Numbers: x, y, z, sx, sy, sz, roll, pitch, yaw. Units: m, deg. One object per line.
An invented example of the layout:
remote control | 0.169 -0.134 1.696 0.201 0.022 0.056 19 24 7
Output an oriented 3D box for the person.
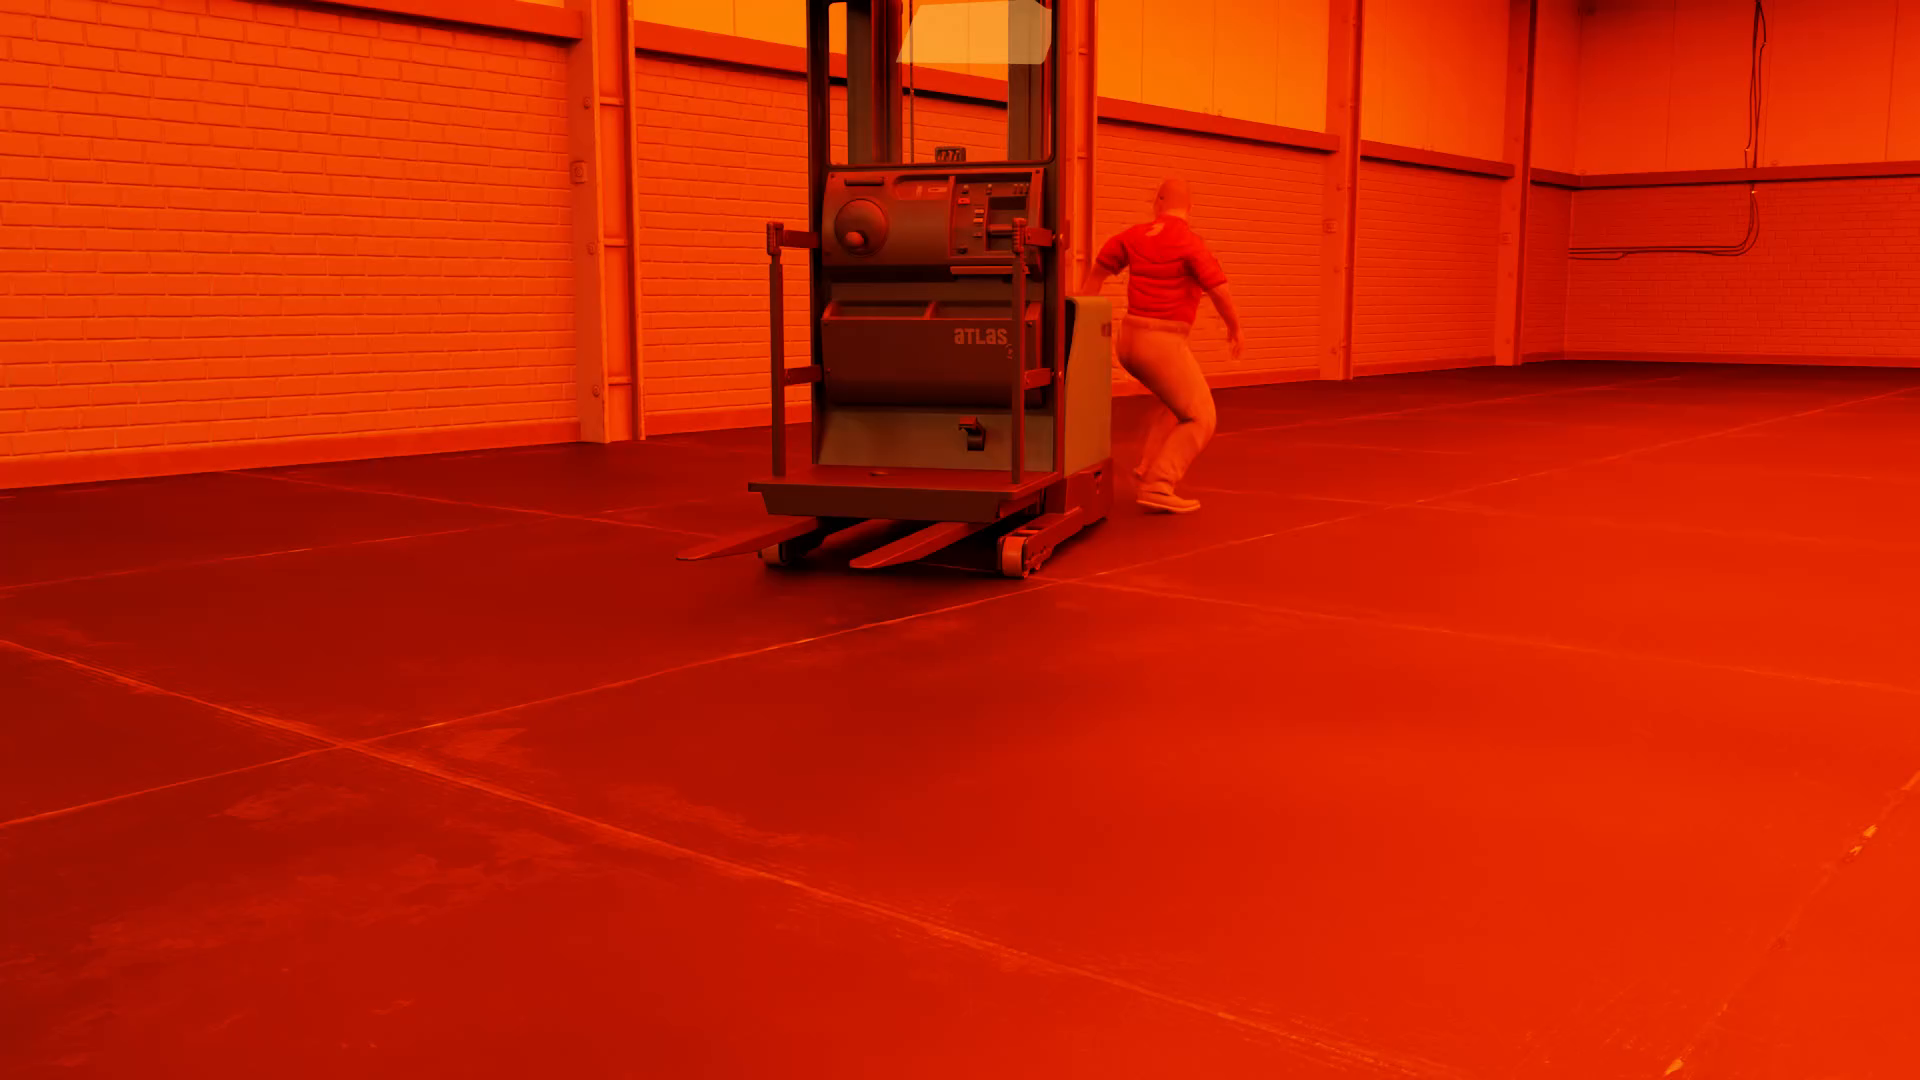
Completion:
person | 1.033 -0.952 8.360 0.732 1.692 0.723 -4 9 -24

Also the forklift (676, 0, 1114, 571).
forklift | -0.176 -1.366 6.616 1.130 2.935 3.031 3 9 17
